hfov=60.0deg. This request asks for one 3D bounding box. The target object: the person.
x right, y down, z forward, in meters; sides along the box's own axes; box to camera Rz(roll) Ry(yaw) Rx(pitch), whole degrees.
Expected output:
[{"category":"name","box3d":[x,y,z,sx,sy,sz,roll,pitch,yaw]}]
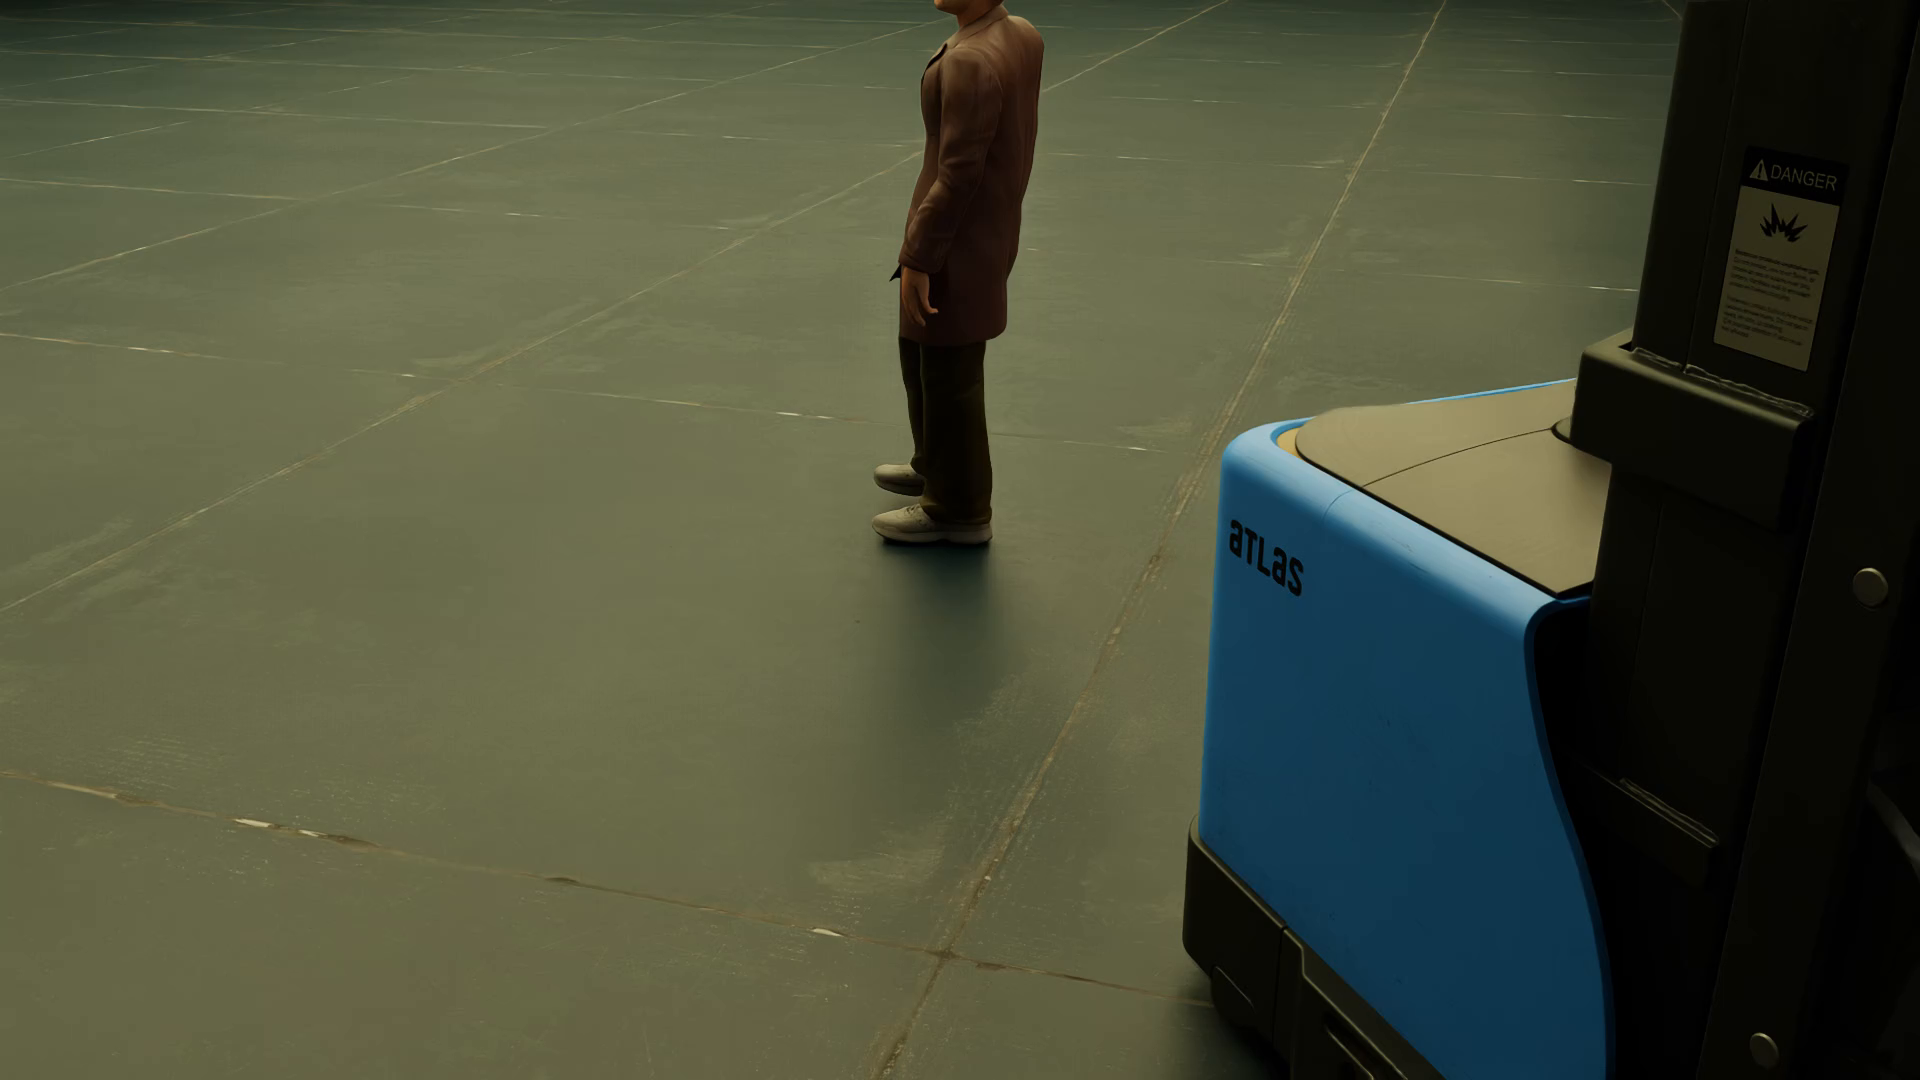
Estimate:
[{"category":"person","box3d":[-0.087,-0.840,4.808,0.580,1.777,0.696,7,23,16]}]

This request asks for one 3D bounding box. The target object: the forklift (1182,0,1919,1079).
[{"category":"forklift","box3d":[1.463,-0.105,1.534,1.130,2.935,3.031,-9,24,-21]}]
